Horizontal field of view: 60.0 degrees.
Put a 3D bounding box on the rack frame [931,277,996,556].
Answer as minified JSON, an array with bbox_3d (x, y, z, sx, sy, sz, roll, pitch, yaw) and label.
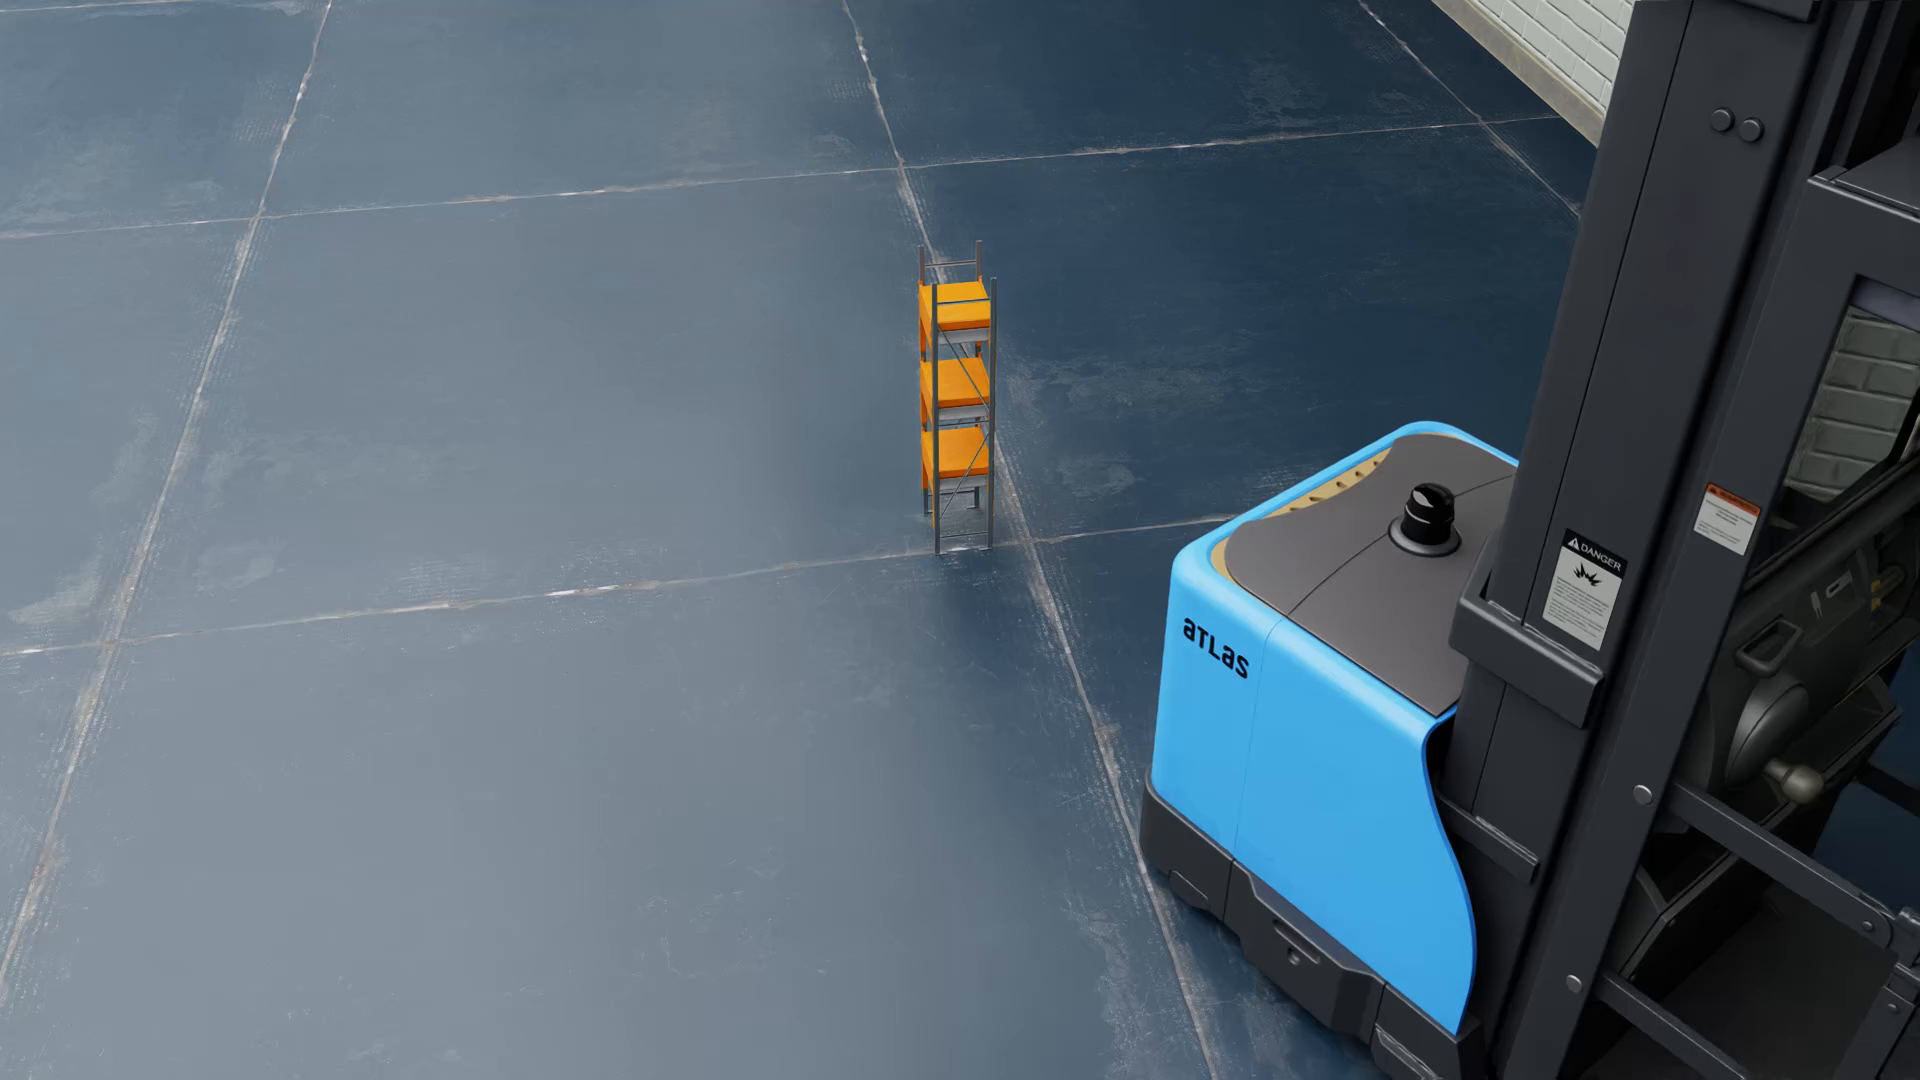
[{"bbox_3d":[0.012,-0.373,5.375,0.200,1.050,0.008,-6,38,-8],"label":"rack frame"}]

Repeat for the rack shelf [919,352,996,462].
[{"bbox_3d":[-0.009,-0.439,5.476,0.215,0.259,0.240,-6,38,-8],"label":"rack shelf"}]

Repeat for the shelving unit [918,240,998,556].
[{"bbox_3d":[-0.009,-0.447,5.470,0.215,1.050,0.252,-6,38,-8],"label":"shelving unit"}]

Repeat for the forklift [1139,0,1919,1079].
[{"bbox_3d":[1.811,0.237,3.056,1.130,2.935,3.031,-27,45,-30],"label":"forklift"}]

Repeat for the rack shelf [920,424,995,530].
[{"bbox_3d":[-0.009,-0.219,5.647,0.215,0.259,0.240,-6,38,-8],"label":"rack shelf"}]

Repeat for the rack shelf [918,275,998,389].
[{"bbox_3d":[-0.009,-0.663,5.302,0.215,0.259,0.240,-6,38,-8],"label":"rack shelf"}]

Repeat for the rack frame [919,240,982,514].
[{"bbox_3d":[-0.031,-0.521,5.564,0.200,1.050,0.008,-6,38,-8],"label":"rack frame"}]
